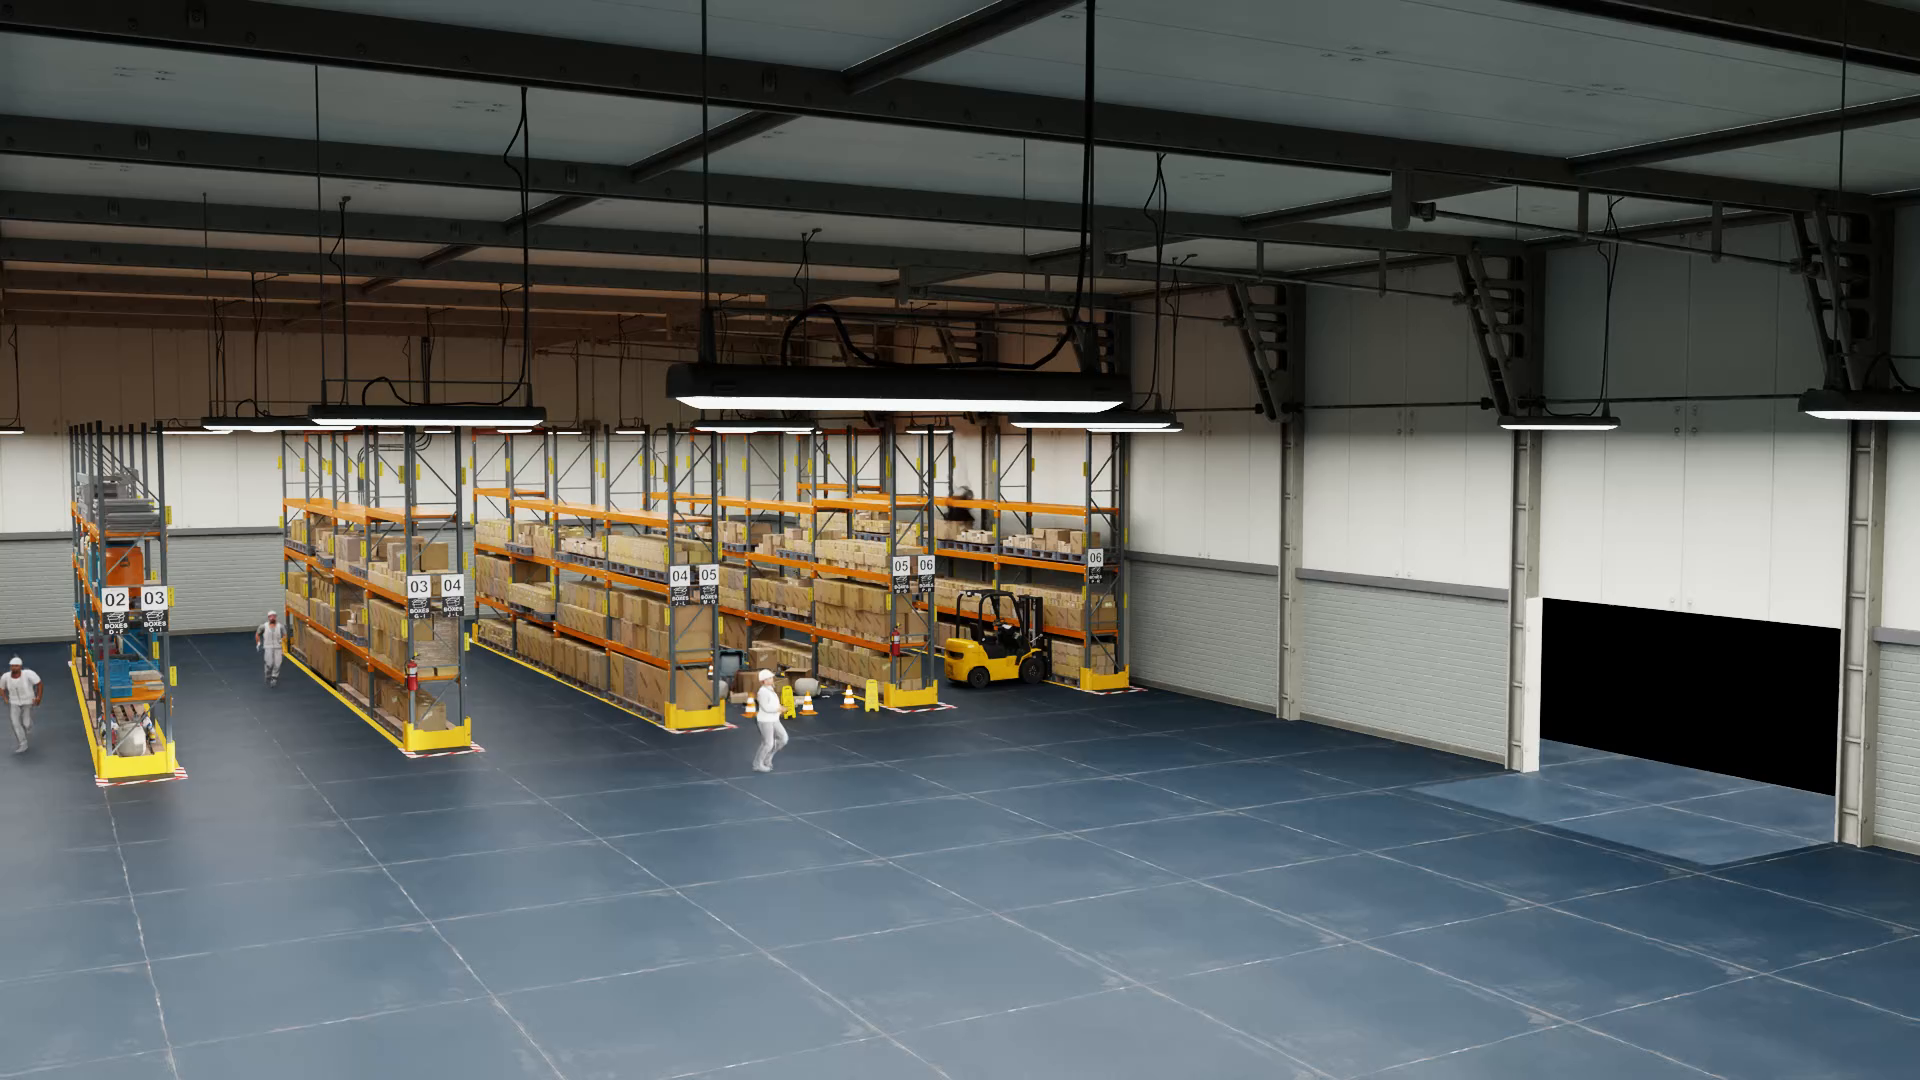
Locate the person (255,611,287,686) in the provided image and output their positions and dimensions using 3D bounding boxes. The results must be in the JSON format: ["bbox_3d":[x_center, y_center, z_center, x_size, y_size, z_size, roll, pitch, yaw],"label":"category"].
[{"bbox_3d":[-15.697,2.491,37.982,0.664,1.739,0.603,-2,4,-32],"label":"person"}]

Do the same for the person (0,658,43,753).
[{"bbox_3d":[-17.230,3.002,30.530,0.726,1.726,0.753,-1,4,-17],"label":"person"}]

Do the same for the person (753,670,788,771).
[{"bbox_3d":[-3.235,3.080,28.453,0.639,1.734,0.637,1,4,12],"label":"person"}]
